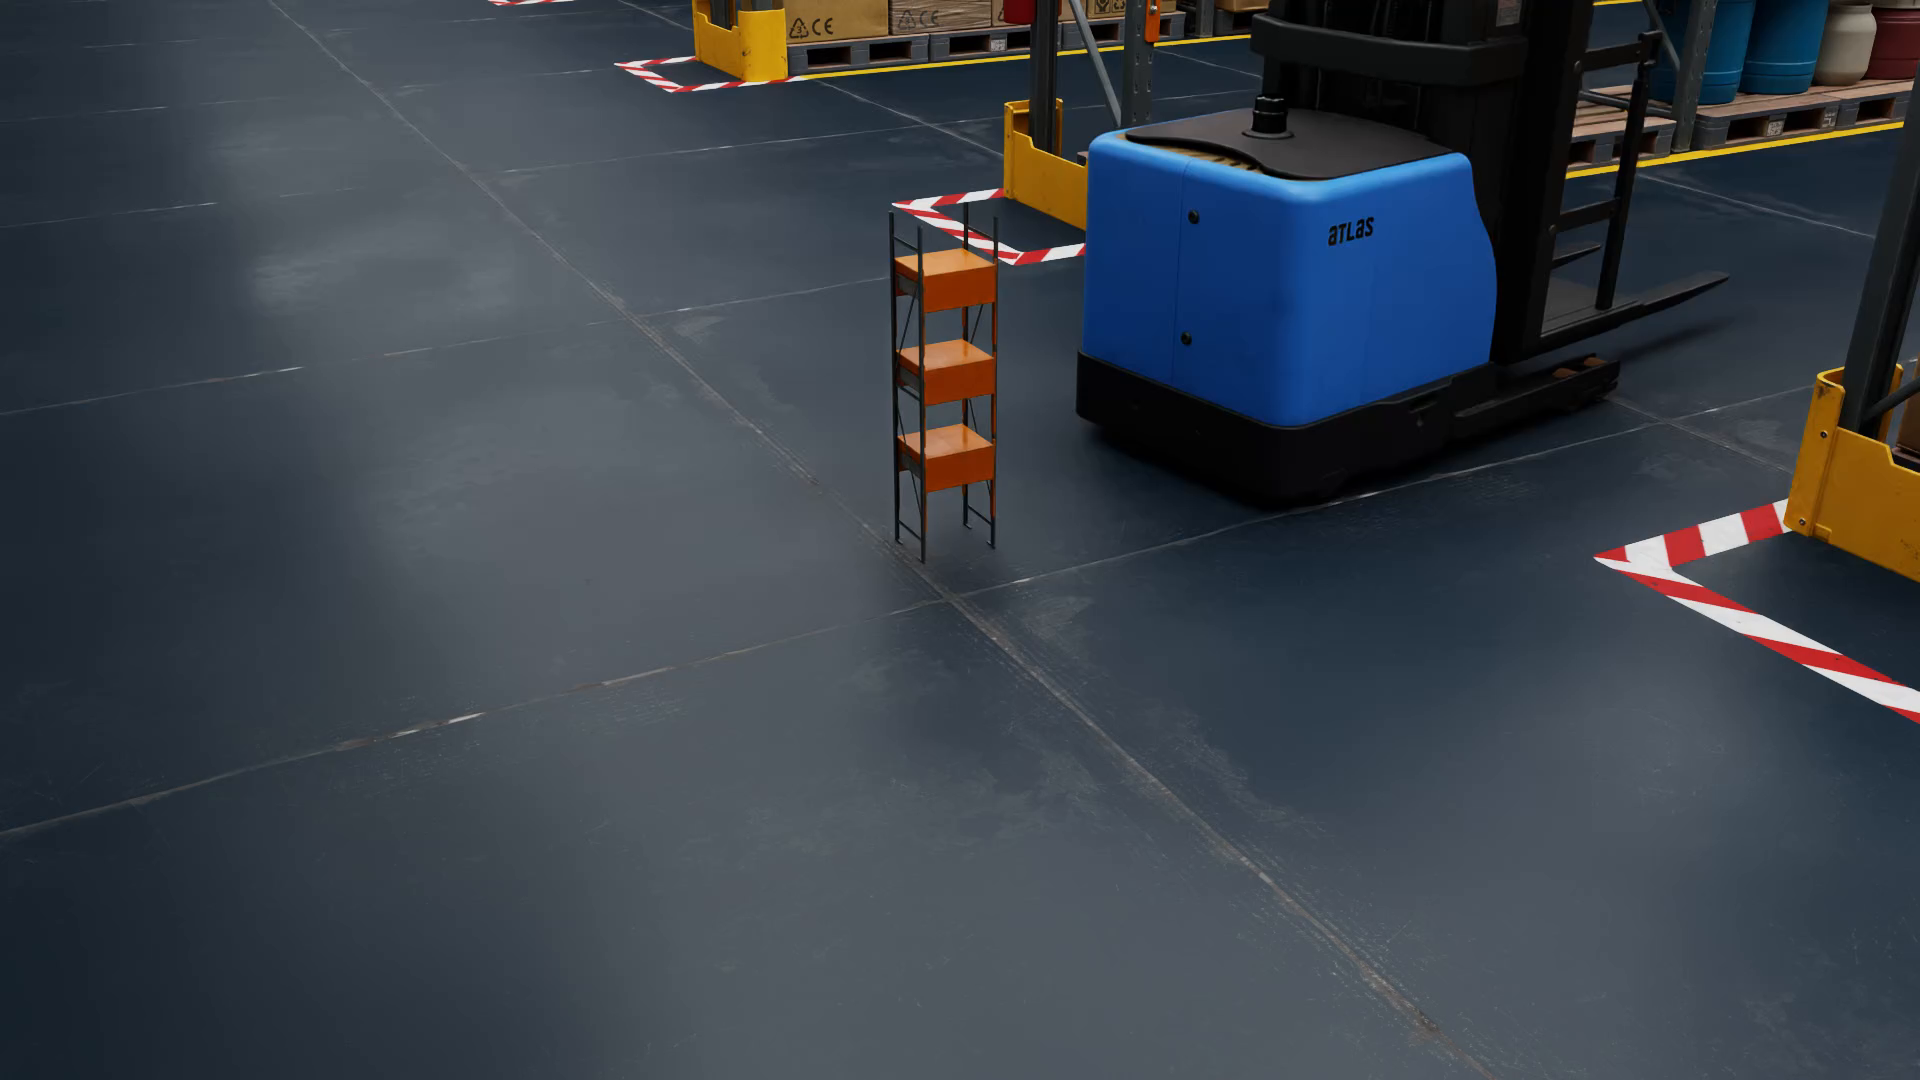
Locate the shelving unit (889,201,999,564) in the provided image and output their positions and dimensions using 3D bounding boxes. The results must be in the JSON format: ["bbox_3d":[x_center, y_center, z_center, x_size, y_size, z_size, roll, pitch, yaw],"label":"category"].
[{"bbox_3d":[-0.047,-0.462,5.000,0.252,1.050,0.215,-13,29,-25],"label":"shelving unit"}]

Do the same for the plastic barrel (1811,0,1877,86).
[{"bbox_3d":[5.844,-3.311,11.069,0.421,0.512,0.421,0,26,0],"label":"plastic barrel"}]

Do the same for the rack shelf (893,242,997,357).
[{"bbox_3d":[-0.047,-0.709,4.882,0.240,0.259,0.215,-13,29,-25],"label":"rack shelf"}]

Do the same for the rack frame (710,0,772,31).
[{"bbox_3d":[-1.670,-4.991,12.179,0.127,3.000,1.000,-13,29,-25],"label":"rack frame"}]

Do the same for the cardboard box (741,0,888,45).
[{"bbox_3d":[-1.143,-4.383,12.883,0.875,0.875,0.875,-13,29,-25],"label":"cardboard box"}]

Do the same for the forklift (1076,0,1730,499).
[{"bbox_3d":[1.892,-1.958,5.943,3.031,2.935,1.130,-19,31,-34],"label":"forklift"}]

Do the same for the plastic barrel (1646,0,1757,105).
[{"bbox_3d":[4.678,-3.261,10.516,0.708,0.901,0.600,-13,29,-25],"label":"plastic barrel"}]

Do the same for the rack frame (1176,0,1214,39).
[{"bbox_3d":[1.860,-5.805,13.876,0.127,3.000,1.000,-13,29,-25],"label":"rack frame"}]

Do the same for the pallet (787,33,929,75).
[{"bbox_3d":[-1.001,-3.926,13.184,1.213,0.211,1.003,-13,29,-25],"label":"pallet"}]

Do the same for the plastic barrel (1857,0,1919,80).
[{"bbox_3d":[6.300,-3.494,11.363,0.708,0.588,0.600,-13,29,-25],"label":"plastic barrel"}]

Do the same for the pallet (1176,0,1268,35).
[{"bbox_3d":[2.505,-4.734,14.866,1.213,0.211,1.003,-13,29,-25],"label":"pallet"}]

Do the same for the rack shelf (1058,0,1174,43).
[{"bbox_3d":[2.426,-3.182,9.243,4.000,0.370,1.077,-13,29,-25],"label":"rack shelf"}]

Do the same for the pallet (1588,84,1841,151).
[{"bbox_3d":[4.891,-2.798,10.833,1.213,0.211,1.003,-13,29,-25],"label":"pallet"}]

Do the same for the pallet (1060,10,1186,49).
[{"bbox_3d":[1.152,-4.423,14.219,1.213,0.211,1.003,-13,29,-25],"label":"pallet"}]

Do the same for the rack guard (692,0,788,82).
[{"bbox_3d":[-1.691,-3.859,12.710,0.348,0.500,1.175,-13,29,-25],"label":"rack guard"}]

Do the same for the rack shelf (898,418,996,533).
[{"bbox_3d":[-0.047,-0.202,5.125,0.240,0.259,0.215,-13,29,-25],"label":"rack shelf"}]

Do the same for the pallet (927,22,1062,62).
[{"bbox_3d":[0.074,-4.173,13.698,1.213,0.211,1.003,-13,29,-25],"label":"pallet"}]

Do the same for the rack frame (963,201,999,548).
[{"bbox_3d":[0.060,-0.487,5.052,0.008,1.050,0.200,-13,29,-25],"label":"rack frame"}]

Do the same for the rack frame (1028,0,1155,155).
[{"bbox_3d":[0.661,-3.099,8.239,0.127,3.000,1.000,-13,29,-25],"label":"rack frame"}]

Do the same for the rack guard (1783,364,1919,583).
[{"bbox_3d":[3.056,-0.095,4.871,0.348,0.500,1.175,-13,29,-25],"label":"rack guard"}]

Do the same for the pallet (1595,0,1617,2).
[{"bbox_3d":[6.079,-5.521,16.506,1.213,0.211,1.003,-13,29,-25],"label":"pallet"}]

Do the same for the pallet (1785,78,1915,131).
[{"bbox_3d":[5.969,-3.048,11.355,1.213,0.211,1.003,-13,29,-25],"label":"pallet"}]

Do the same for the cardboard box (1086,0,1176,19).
[{"bbox_3d":[1.240,-4.933,14.028,0.875,0.875,0.875,-13,29,-25],"label":"cardboard box"}]

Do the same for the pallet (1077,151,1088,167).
[{"bbox_3d":[1.407,-1.995,9.161,1.213,0.211,1.003,-13,29,-25],"label":"pallet"}]

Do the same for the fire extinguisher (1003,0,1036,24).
[{"bbox_3d":[0.314,-3.039,8.634,0.183,0.674,0.296,-13,29,-25],"label":"fire extinguisher"}]

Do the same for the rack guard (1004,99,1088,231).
[{"bbox_3d":[0.646,-1.962,8.759,0.348,0.500,1.175,-13,29,-25],"label":"rack guard"}]

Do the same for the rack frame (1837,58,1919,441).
[{"bbox_3d":[2.989,-1.207,4.297,0.127,3.000,1.000,-13,29,-25],"label":"rack frame"}]

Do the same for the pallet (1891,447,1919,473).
[{"bbox_3d":[3.759,-0.128,5.272,1.213,0.211,1.003,-13,29,-25],"label":"pallet"}]

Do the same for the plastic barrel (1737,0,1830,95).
[{"bbox_3d":[5.303,-3.406,10.817,0.708,0.901,0.600,-13,29,-25],"label":"plastic barrel"}]

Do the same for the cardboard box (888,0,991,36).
[{"bbox_3d":[-0.340,-4.568,13.269,0.875,0.875,0.875,-13,29,-25],"label":"cardboard box"}]

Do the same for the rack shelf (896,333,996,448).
[{"bbox_3d":[-0.047,-0.453,5.005,0.240,0.259,0.215,-13,29,-25],"label":"rack shelf"}]

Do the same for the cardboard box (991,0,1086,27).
[{"bbox_3d":[0.446,-4.750,13.646,0.875,0.875,0.875,-13,29,-25],"label":"cardboard box"}]

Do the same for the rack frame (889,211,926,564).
[{"bbox_3d":[-0.155,-0.438,4.948,0.008,1.050,0.200,-13,29,-25],"label":"rack frame"}]

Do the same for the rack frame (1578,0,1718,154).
[{"bbox_3d":[4.190,-3.914,9.936,0.127,3.000,1.000,-13,29,-25],"label":"rack frame"}]

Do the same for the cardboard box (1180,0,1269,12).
[{"bbox_3d":[2.415,-5.175,14.532,0.875,0.875,1.225,-13,29,-25],"label":"cardboard box"}]

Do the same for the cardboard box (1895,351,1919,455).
[{"bbox_3d":[3.352,-0.483,5.170,0.500,0.500,0.500,-13,29,-25],"label":"cardboard box"}]

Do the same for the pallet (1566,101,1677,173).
[{"bbox_3d":[3.560,-2.492,10.197,1.213,0.211,1.003,-13,29,-25],"label":"pallet"}]
